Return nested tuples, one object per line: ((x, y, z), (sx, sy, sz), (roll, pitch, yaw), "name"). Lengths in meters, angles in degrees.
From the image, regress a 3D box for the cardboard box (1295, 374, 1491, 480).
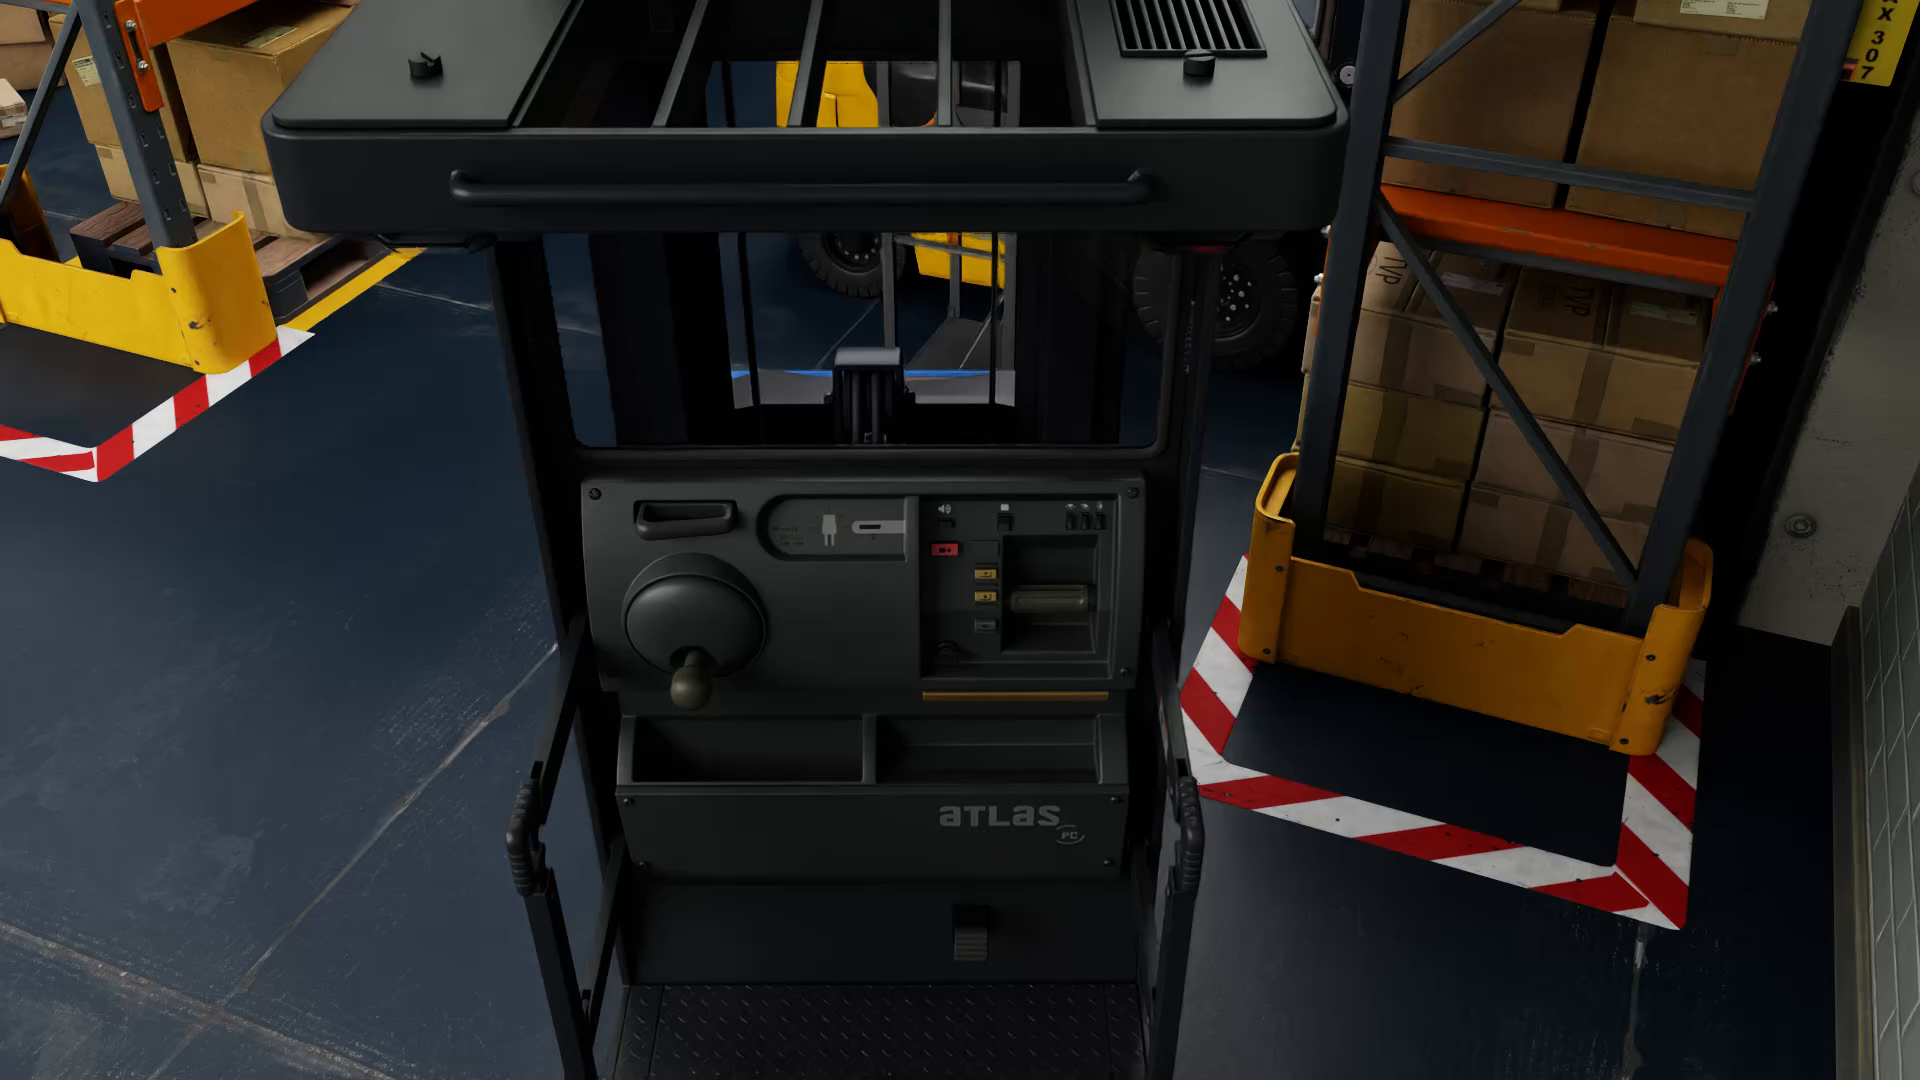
((1.300, -0.458, 4.885), (0.500, 0.250, 0.500), (13, 39, 17), "cardboard box")

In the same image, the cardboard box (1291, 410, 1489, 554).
((1.290, -0.249, 5.023), (0.500, 0.250, 0.500), (14, 39, 18), "cardboard box")

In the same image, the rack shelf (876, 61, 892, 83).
((0.063, -1.482, 4.333), (0.431, 0.518, 0.480), (14, 39, 18), "rack shelf")

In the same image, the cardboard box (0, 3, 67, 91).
((-4.861, -2.528, 8.211), (0.797, 0.503, 0.637), (-11, 38, -14), "cardboard box")

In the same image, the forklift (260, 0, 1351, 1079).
((-0.155, 0.149, 2.602), (1.130, 2.935, 3.031), (0, 37, 0), "forklift")

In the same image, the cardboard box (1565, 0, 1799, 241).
((1.849, -1.101, 4.134), (0.500, 0.500, 0.500), (15, 39, 19), "cardboard box")

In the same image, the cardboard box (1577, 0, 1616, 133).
((2.027, -1.394, 4.526), (0.500, 0.500, 0.500), (15, 39, 19), "cardboard box")

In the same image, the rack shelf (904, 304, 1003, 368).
((0.063, -0.361, 5.171), (0.431, 0.518, 0.480), (14, 39, 18), "rack shelf")

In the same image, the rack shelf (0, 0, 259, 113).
((-2.427, -2.798, 7.088), (1.077, 0.370, 4.000), (14, 39, 18), "rack shelf")

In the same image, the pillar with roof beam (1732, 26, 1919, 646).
((-1.479, -4.414, 3.638), (9.100, 9.000, 0.400), (14, 39, 18), "pillar with roof beam")

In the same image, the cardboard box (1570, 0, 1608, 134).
((1.554, -1.507, 4.678), (0.500, 0.500, 0.500), (15, 39, 19), "cardboard box")

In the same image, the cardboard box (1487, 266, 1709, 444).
((1.761, -0.540, 4.578), (0.500, 0.250, 0.500), (13, 39, 17), "cardboard box")

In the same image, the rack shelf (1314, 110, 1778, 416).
((2.165, -1.669, 5.578), (1.077, 0.370, 4.000), (14, 39, 18), "rack shelf")

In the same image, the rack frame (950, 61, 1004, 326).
((0.156, -1.068, 4.925), (0.400, 2.100, 0.015), (14, 39, 18), "rack frame")

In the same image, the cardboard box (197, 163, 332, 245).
((-2.626, -1.429, 6.602), (0.500, 0.250, 0.500), (14, 39, 17), "cardboard box")

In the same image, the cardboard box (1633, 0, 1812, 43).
((1.773, -1.278, 3.829), (0.380, 0.149, 0.250), (13, 39, 17), "cardboard box")

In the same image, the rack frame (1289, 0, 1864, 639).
((1.404, -0.850, 3.881), (1.000, 3.000, 0.127), (14, 39, 18), "rack frame")

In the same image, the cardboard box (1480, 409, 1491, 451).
((1.488, -0.522, 5.389), (0.500, 0.250, 0.500), (14, 39, 18), "cardboard box")

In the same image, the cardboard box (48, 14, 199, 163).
((-3.125, -1.849, 6.537), (0.500, 0.500, 0.500), (14, 39, 18), "cardboard box")

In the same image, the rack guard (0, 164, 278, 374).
((-3.159, -1.019, 6.196), (1.175, 0.500, 0.348), (14, 39, 18), "rack guard")

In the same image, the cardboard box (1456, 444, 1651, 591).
((1.771, -0.144, 4.883), (0.500, 0.250, 0.500), (14, 39, 18), "cardboard box")

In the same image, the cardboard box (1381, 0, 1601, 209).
((1.348, -1.222, 4.296), (0.500, 0.500, 0.500), (13, 39, 17), "cardboard box")

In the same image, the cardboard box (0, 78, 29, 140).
((-4.558, -2.022, 7.831), (0.250, 0.149, 0.380), (-25, 43, -29), "cardboard box")

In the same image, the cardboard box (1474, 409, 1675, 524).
((1.775, -0.330, 4.714), (0.500, 0.250, 0.500), (15, 39, 19), "cardboard box")

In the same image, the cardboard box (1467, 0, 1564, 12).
((1.276, -1.405, 3.999), (0.380, 0.149, 0.250), (14, 39, 18), "cardboard box")

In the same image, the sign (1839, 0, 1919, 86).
((1.915, -1.098, 3.425), (0.100, 0.325, 0.005), (14, 39, 18), "sign")

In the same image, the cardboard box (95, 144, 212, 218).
((-3.120, -1.567, 6.787), (0.500, 0.250, 0.500), (14, 39, 18), "cardboard box")

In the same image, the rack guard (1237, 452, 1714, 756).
((1.394, 0.165, 4.612), (1.175, 0.500, 0.348), (14, 39, 18), "rack guard")

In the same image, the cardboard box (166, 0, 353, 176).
((-2.617, -1.743, 6.395), (0.500, 0.500, 0.500), (13, 39, 16), "cardboard box")

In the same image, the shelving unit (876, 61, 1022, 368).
((0.063, -0.933, 4.744), (0.431, 2.100, 0.503), (14, 39, 18), "shelving unit")

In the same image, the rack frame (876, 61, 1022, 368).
((-0.030, -0.798, 4.563), (0.400, 2.100, 0.015), (14, 39, 18), "rack frame")

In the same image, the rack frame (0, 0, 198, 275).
((-3.188, -1.978, 5.391), (1.000, 3.000, 0.127), (14, 39, 18), "rack frame")

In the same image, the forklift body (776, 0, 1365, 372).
((0.438, -1.975, 6.096), (2.313, 2.155, 1.214), (14, 39, 18), "forklift body")

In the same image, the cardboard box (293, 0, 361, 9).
((-2.422, -2.033, 6.784), (0.500, 0.500, 0.500), (12, 39, 16), "cardboard box")

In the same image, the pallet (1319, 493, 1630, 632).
((1.656, -0.166, 5.295), (1.003, 0.211, 1.213), (14, 39, 18), "pallet")

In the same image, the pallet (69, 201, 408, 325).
((-2.817, -1.345, 6.874), (1.003, 0.211, 1.213), (14, 39, 18), "pallet")

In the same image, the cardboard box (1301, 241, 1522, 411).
((1.290, -0.643, 4.716), (0.500, 0.250, 0.500), (15, 39, 19), "cardboard box")

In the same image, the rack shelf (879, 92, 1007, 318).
((0.063, -0.922, 4.752), (0.431, 0.518, 0.480), (14, 39, 18), "rack shelf")
